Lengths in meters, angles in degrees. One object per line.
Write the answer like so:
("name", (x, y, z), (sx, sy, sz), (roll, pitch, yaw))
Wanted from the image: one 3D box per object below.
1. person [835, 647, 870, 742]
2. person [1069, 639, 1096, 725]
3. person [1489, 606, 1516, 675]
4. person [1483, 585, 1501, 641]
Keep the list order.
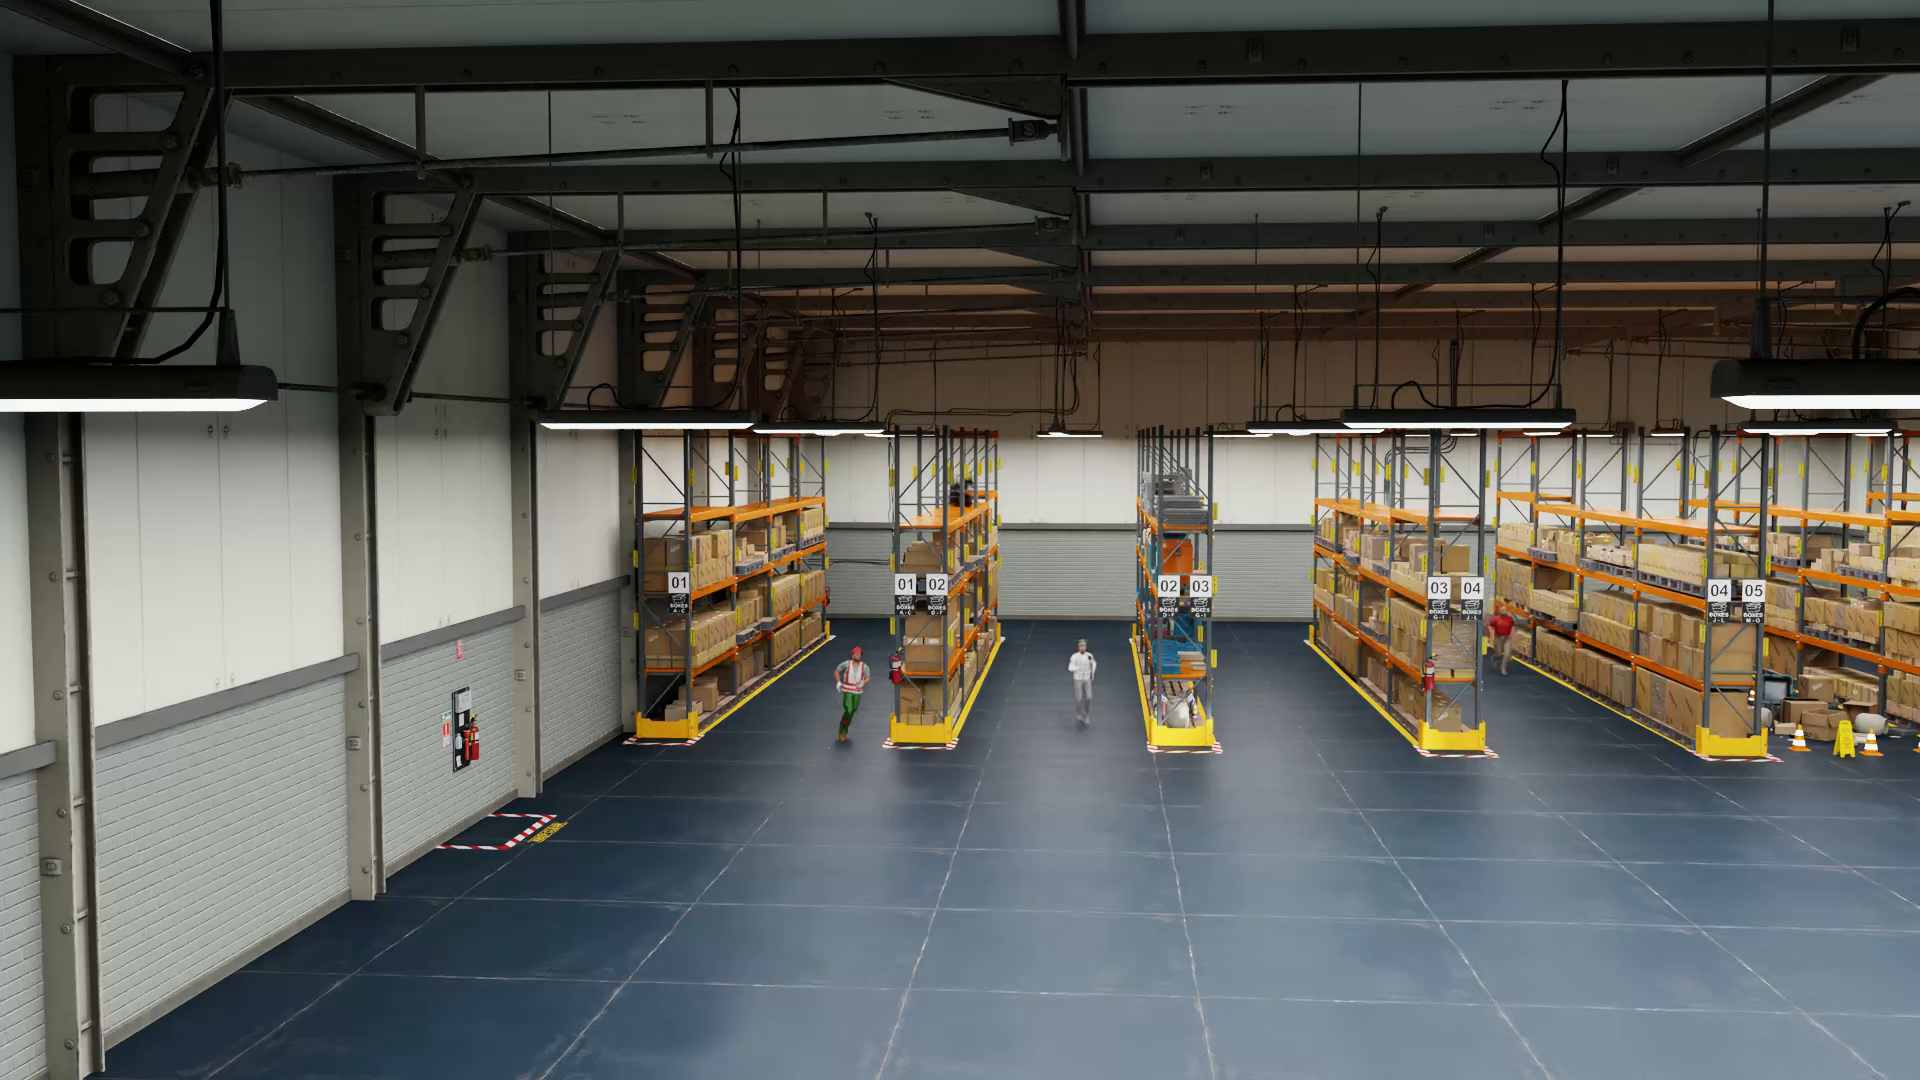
("person", (-2.031, 2.942, 31.752), (0.657, 1.798, 0.662), (-1, 4, -22))
("person", (2.487, 2.829, 33.569), (0.592, 1.667, 0.672), (0, 3, -5))
("person", (13.297, 2.441, 40.803), (0.652, 1.681, 0.651), (0, 3, 3))
("person", (15.152, 2.097, 47.250), (0.554, 1.629, 0.628), (-1, 4, -12))
